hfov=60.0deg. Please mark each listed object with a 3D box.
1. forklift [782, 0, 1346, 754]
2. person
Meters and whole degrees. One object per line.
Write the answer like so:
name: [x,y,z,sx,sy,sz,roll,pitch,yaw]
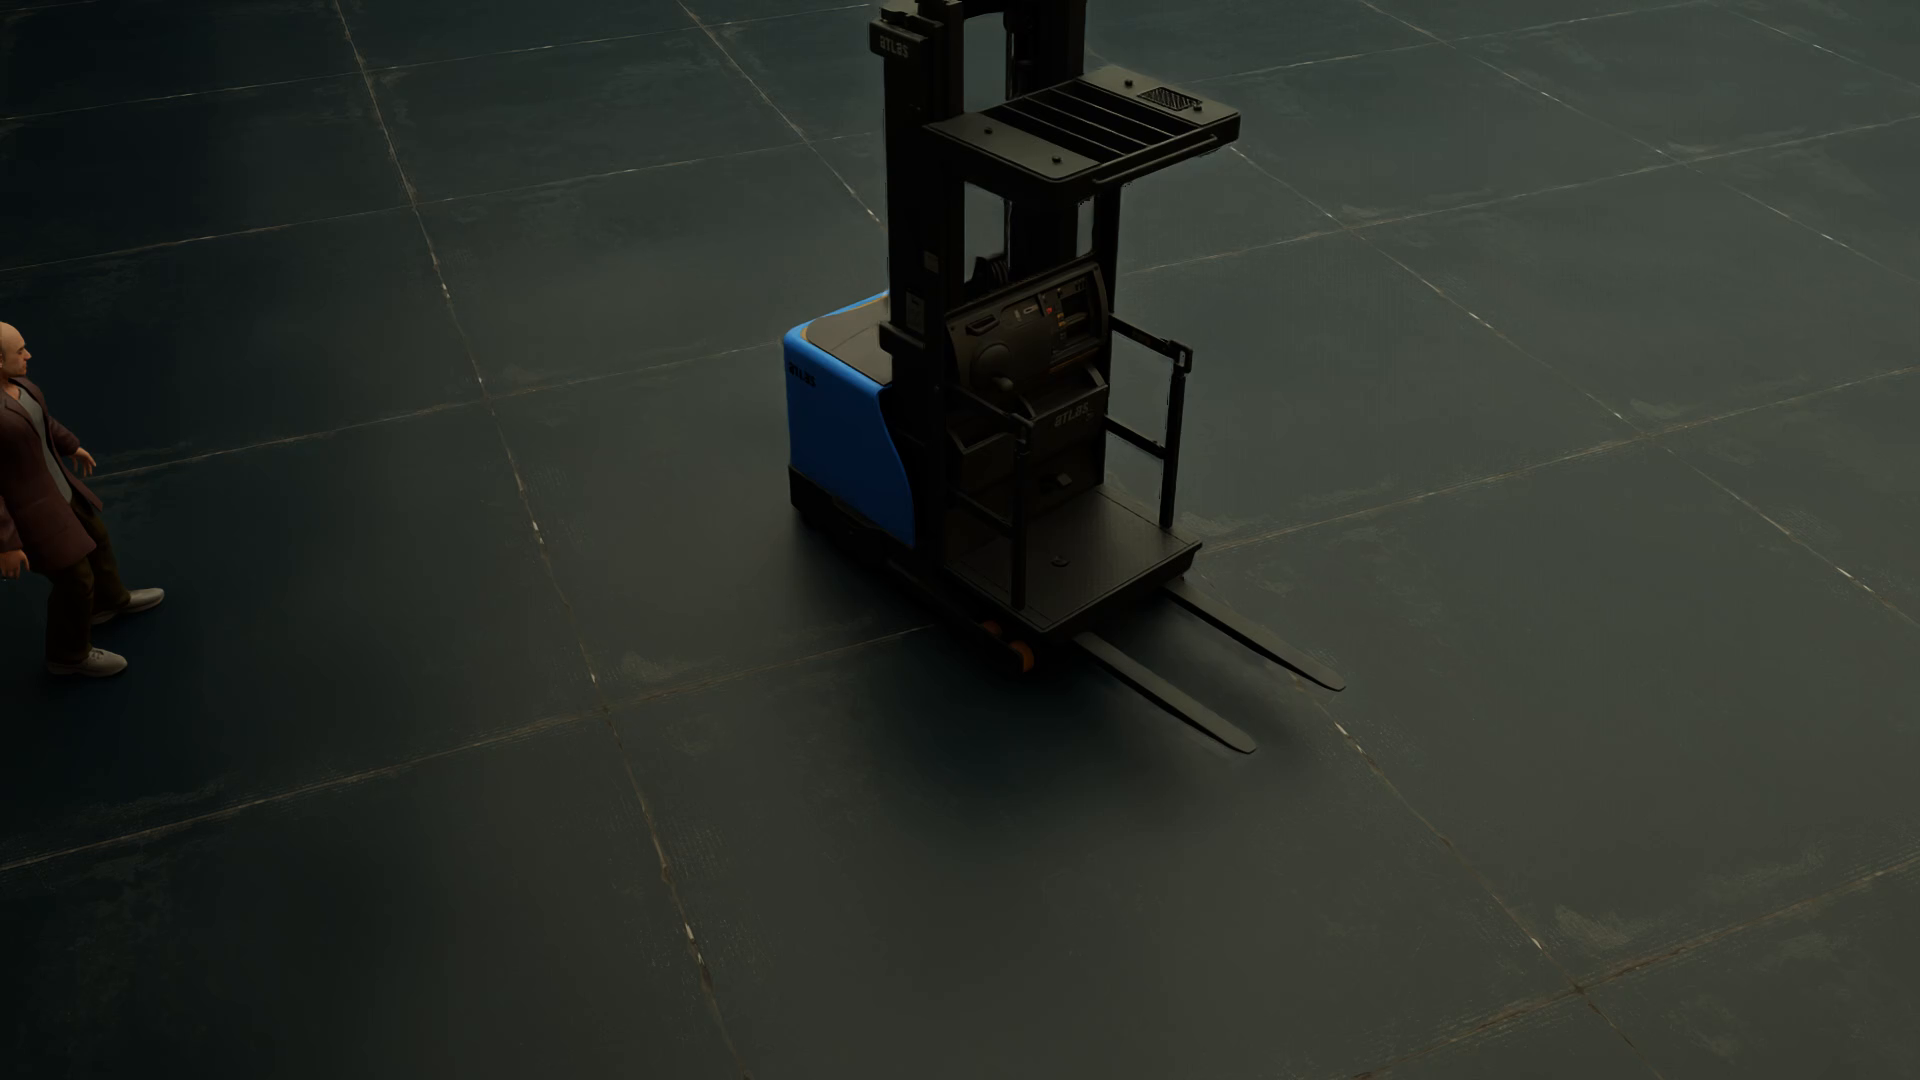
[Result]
forklift: [0.456,-0.899,7.363,1.130,2.935,3.031,-27,44,-33]
person: [-4.059,-0.179,7.370,0.436,1.751,0.838,-6,36,-9]
